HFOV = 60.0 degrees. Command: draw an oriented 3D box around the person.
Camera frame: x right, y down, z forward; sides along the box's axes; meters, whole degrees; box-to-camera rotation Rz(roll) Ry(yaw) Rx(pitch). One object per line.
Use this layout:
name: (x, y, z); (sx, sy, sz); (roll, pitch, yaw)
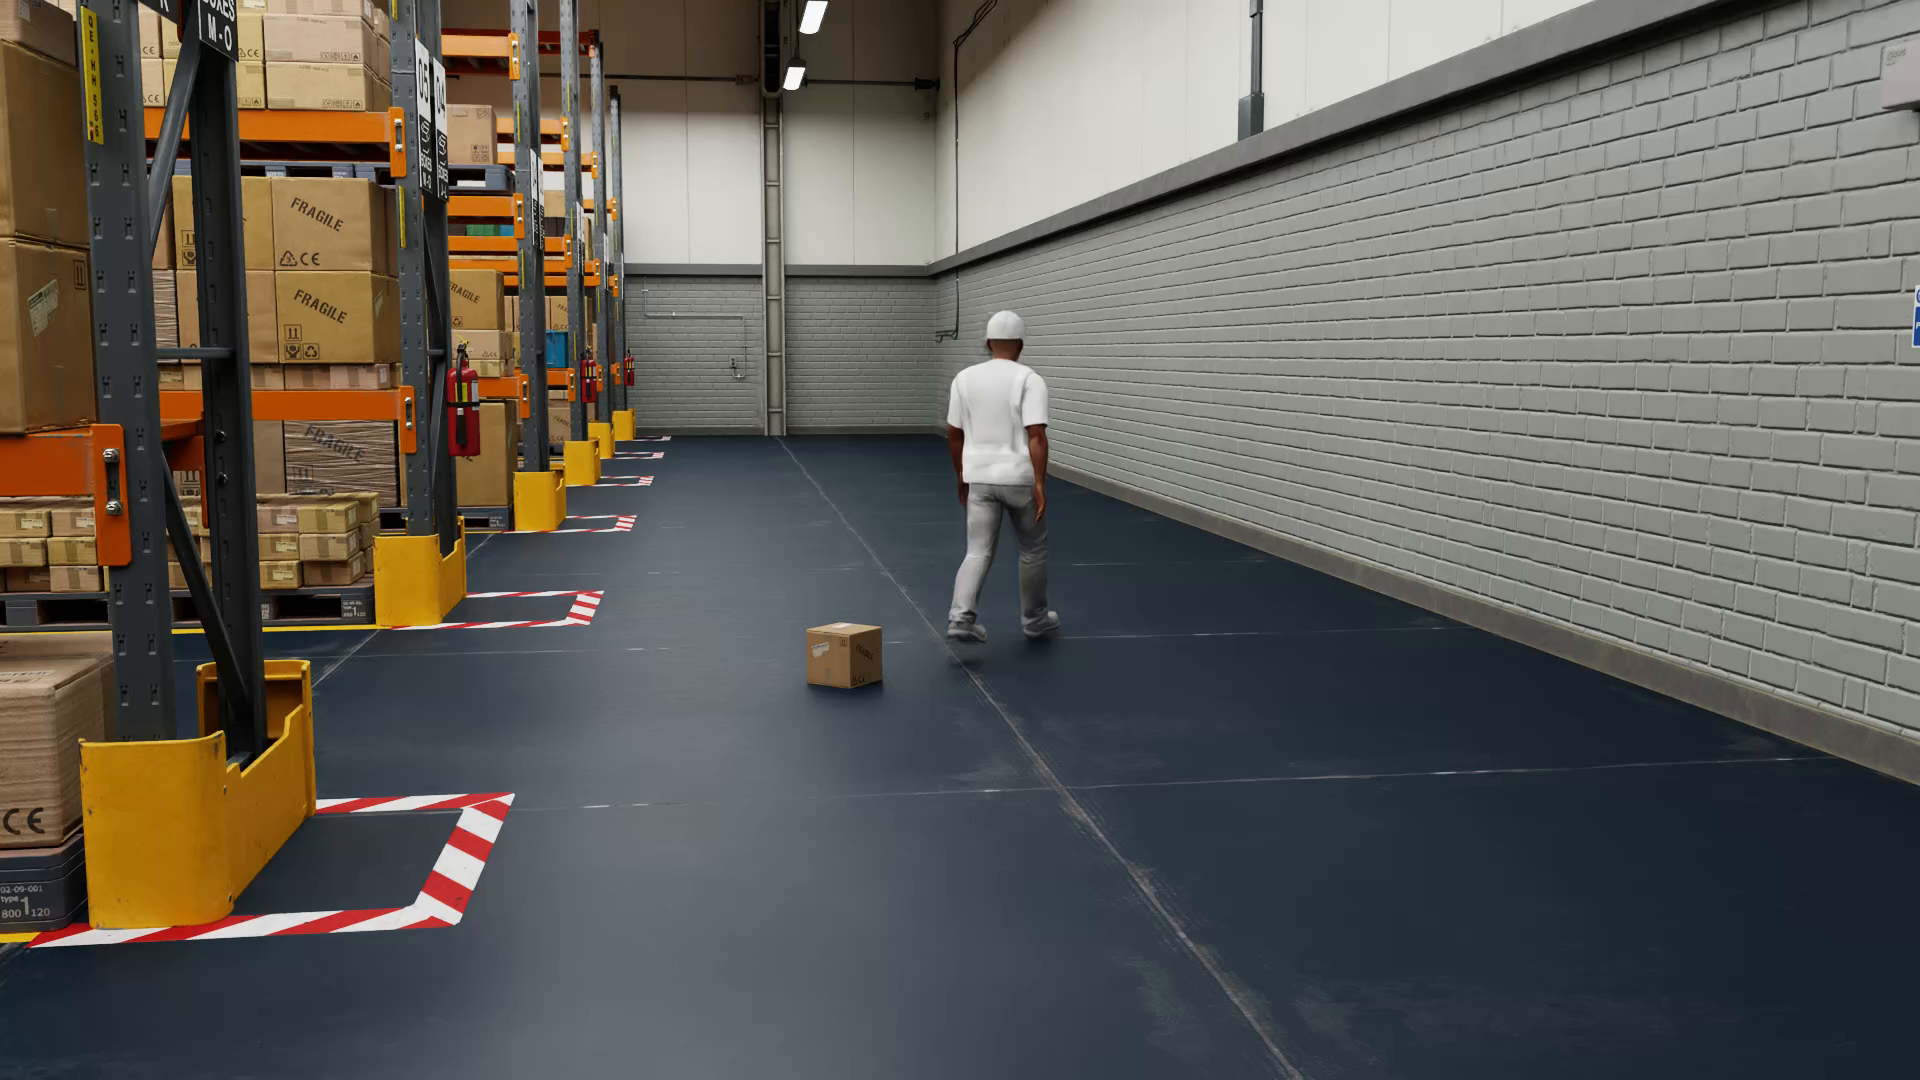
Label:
person: (0.205, -0.311, 8.494); (0.600, 1.712, 1.095); (2, 7, 21)
